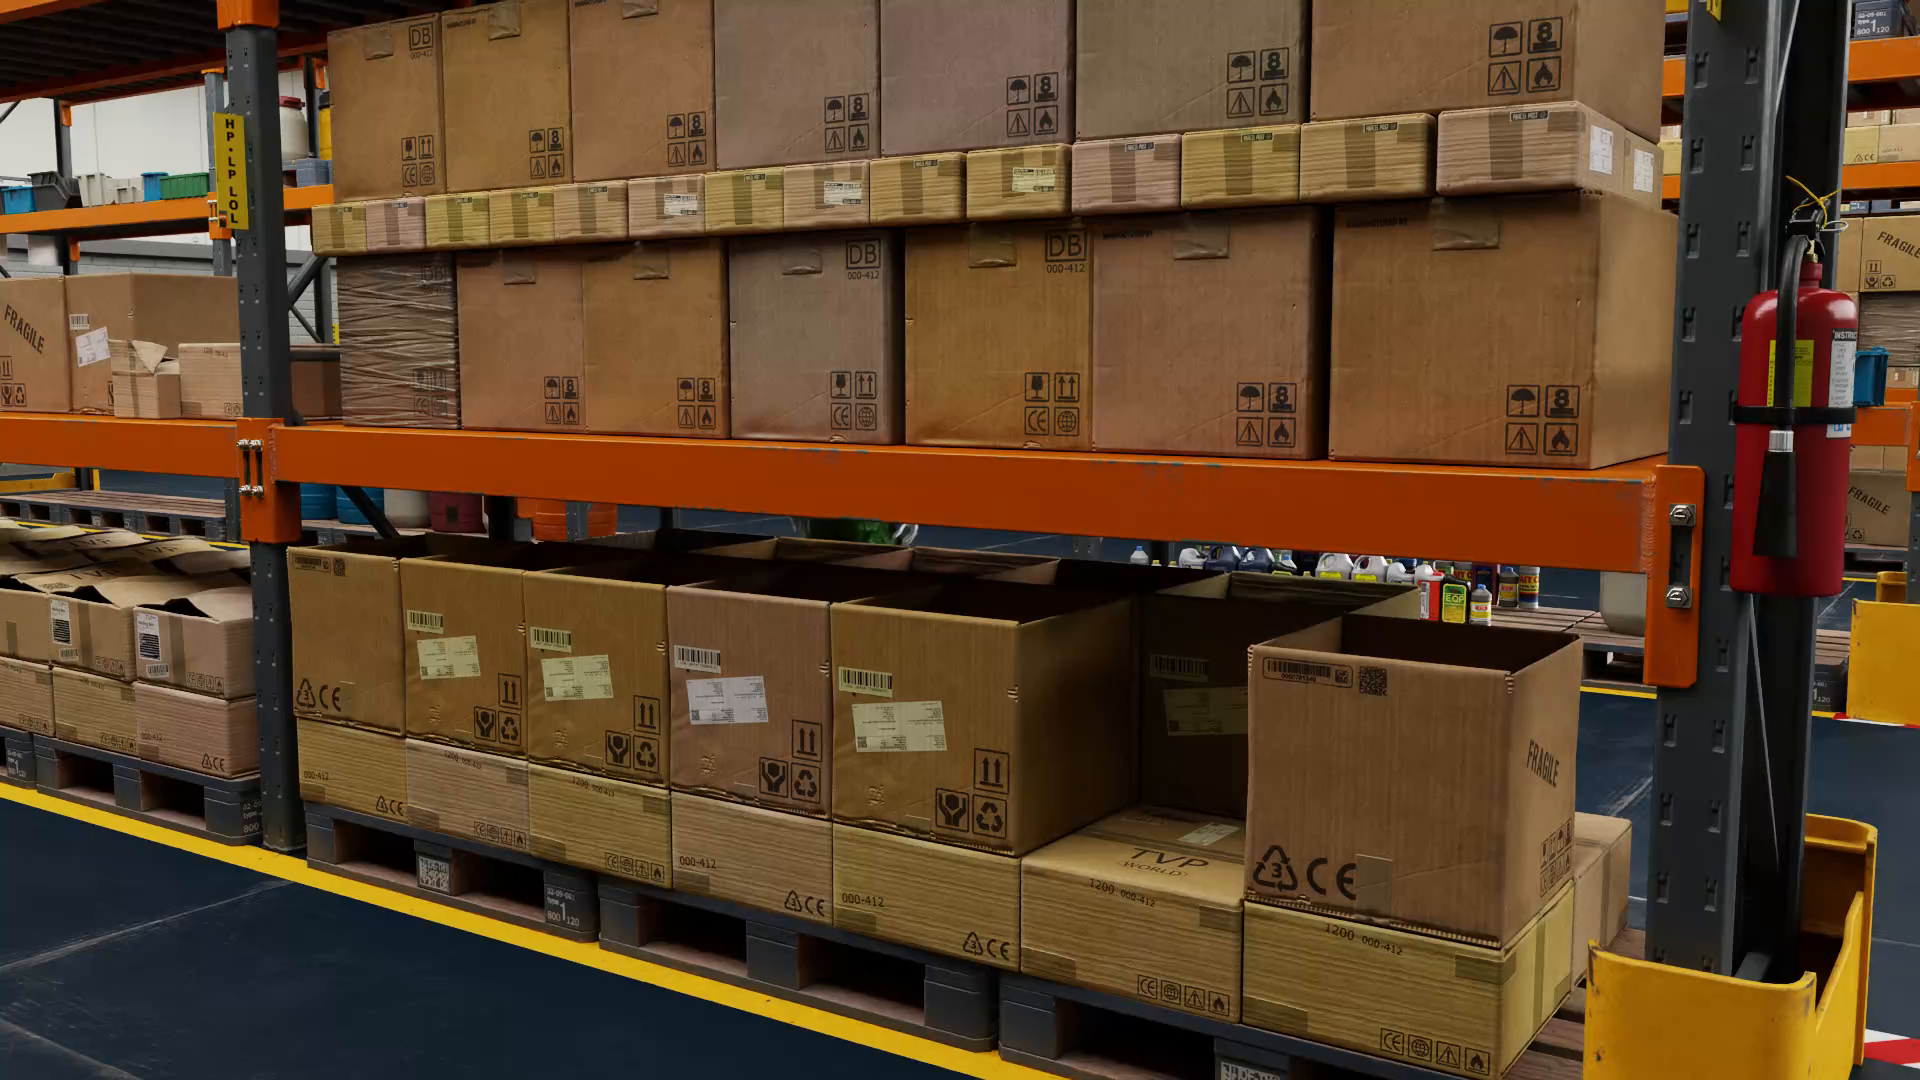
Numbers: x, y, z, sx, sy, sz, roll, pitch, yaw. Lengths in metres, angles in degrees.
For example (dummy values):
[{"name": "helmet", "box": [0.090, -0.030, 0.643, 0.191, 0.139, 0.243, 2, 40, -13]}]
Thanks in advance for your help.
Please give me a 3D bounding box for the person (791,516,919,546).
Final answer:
[{"name": "person", "box": [-0.453, -0.136, 6.893, 0.621, 1.781, 0.445, 4, 7, 31]}]
